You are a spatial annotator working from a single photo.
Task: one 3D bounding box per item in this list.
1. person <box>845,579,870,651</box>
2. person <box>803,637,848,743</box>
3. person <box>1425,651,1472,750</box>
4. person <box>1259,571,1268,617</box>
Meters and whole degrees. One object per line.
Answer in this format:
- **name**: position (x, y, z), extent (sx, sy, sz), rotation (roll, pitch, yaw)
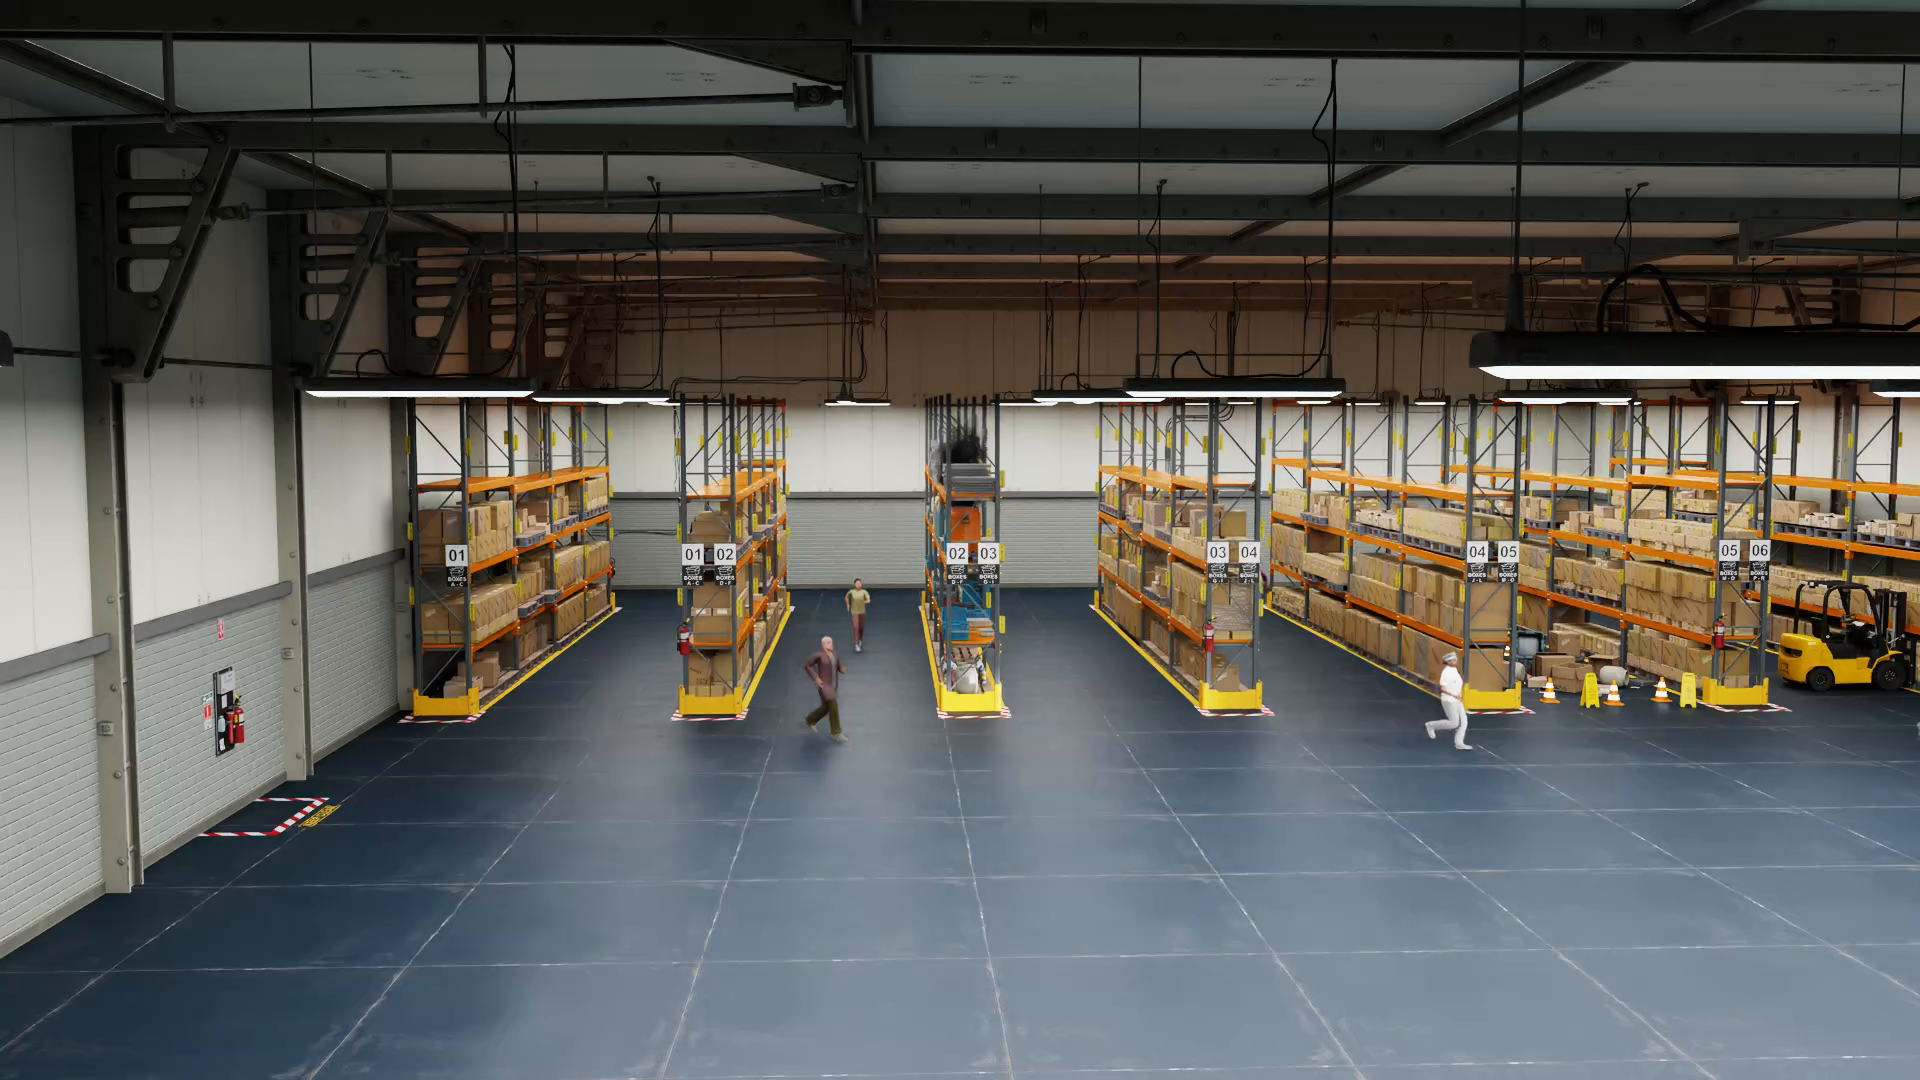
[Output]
- **person**: position (-2.413, 1.743, 39.491), extent (0.570, 1.665, 0.960), rotation (-1, 5, -11)
- **person**: position (-2.312, 2.558, 28.792), extent (0.988, 1.802, 0.684), rotation (3, 5, 32)
- **person**: position (8.269, 2.691, 28.005), extent (0.773, 1.657, 0.593), rotation (3, 5, 33)
- **person**: position (7.782, 1.419, 43.763), extent (0.711, 1.737, 0.839), rotation (0, 5, 1)
